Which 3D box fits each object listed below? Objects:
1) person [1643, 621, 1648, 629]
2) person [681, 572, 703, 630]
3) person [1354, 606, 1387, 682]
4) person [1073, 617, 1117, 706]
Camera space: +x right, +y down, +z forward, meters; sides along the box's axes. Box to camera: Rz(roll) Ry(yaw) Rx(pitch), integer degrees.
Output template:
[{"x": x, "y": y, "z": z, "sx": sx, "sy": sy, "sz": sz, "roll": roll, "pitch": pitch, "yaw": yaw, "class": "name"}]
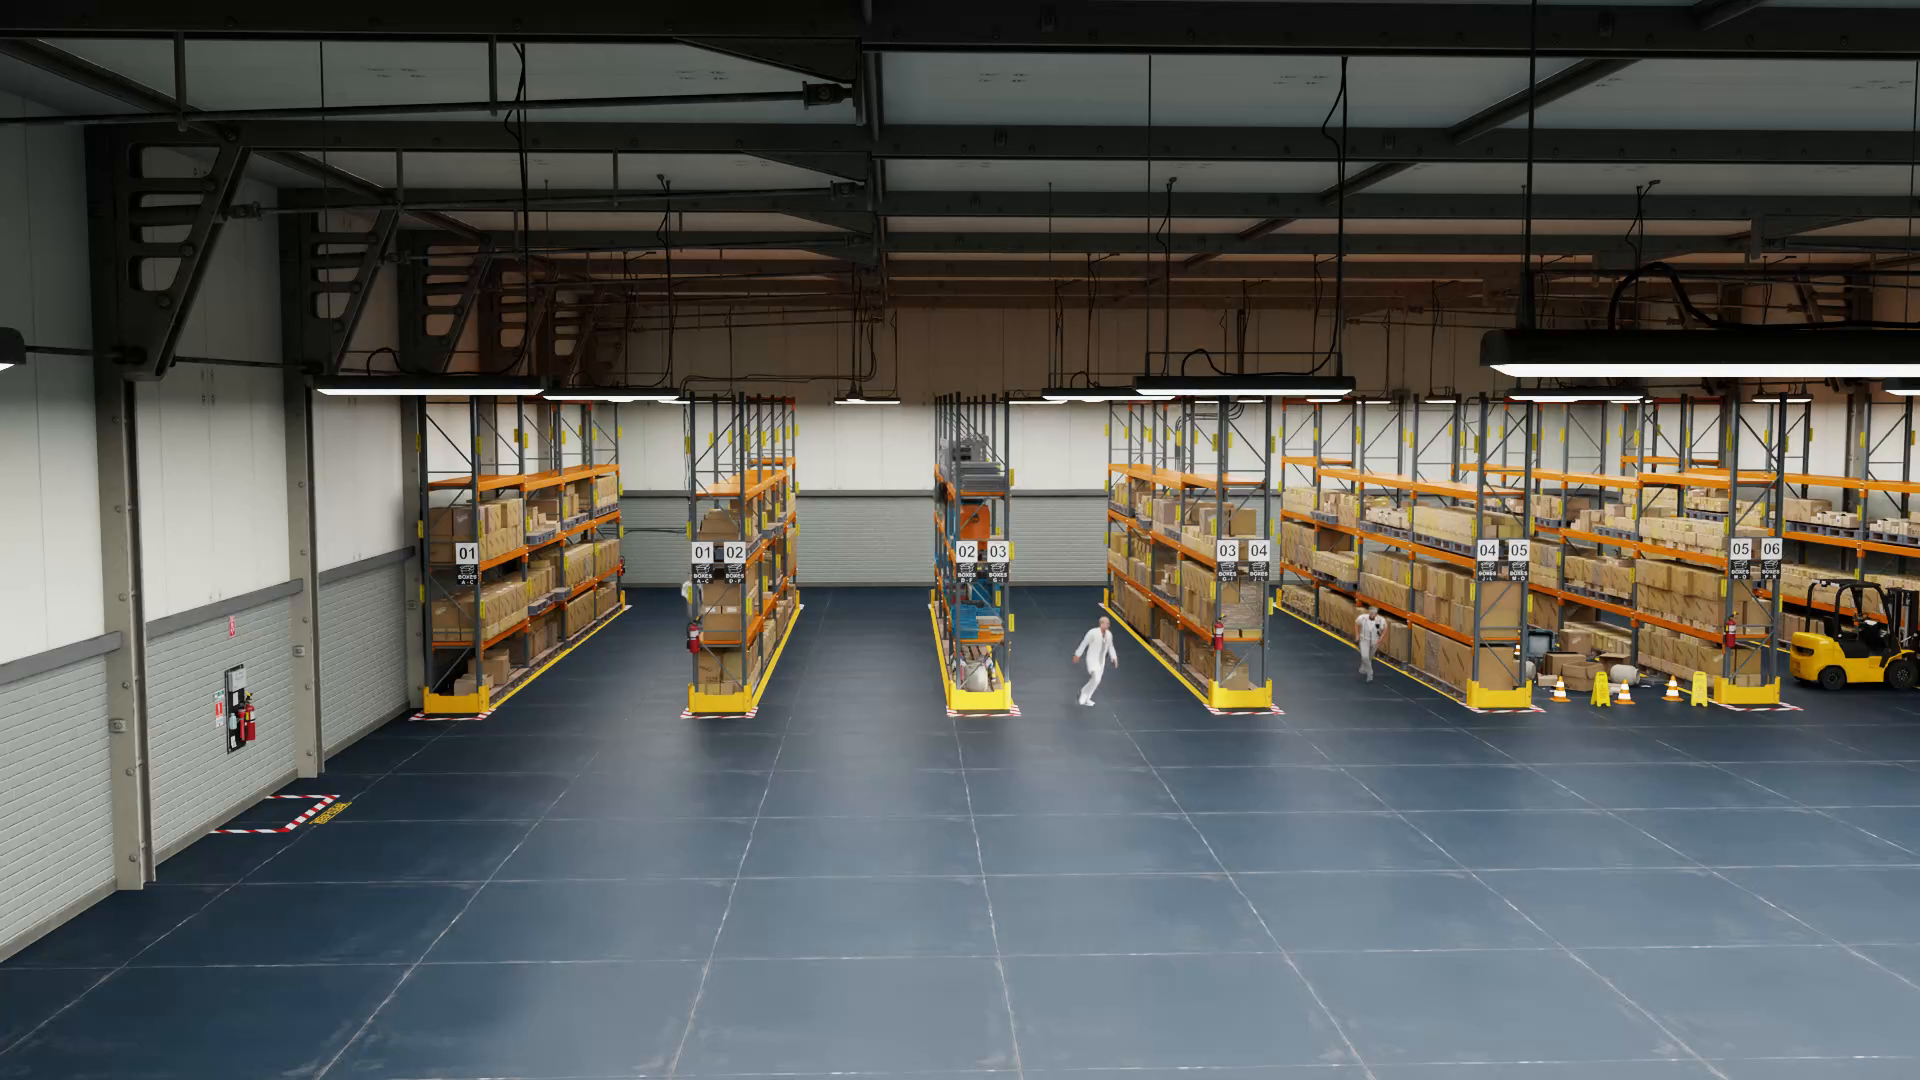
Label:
[{"x": 16.905, "y": 1.611, "z": 40.429, "sx": 0.675, "sy": 1.753, "sz": 0.947, "roll": -1, "pitch": 5, "yaw": -16, "class": "person"}, {"x": -6.757, "y": 1.567, "z": 42.175, "sx": 0.606, "sy": 1.569, "sz": 0.746, "roll": -1, "pitch": 5, "yaw": -11, "class": "person"}, {"x": 8.628, "y": 2.135, "z": 35.013, "sx": 0.659, "sy": 1.599, "sz": 1.087, "roll": 0, "pitch": 5, "yaw": 6, "class": "person"}, {"x": 2.607, "y": 2.314, "z": 31.748, "sx": 0.695, "sy": 1.726, "sz": 0.708, "roll": -4, "pitch": 6, "yaw": -41, "class": "person"}]
